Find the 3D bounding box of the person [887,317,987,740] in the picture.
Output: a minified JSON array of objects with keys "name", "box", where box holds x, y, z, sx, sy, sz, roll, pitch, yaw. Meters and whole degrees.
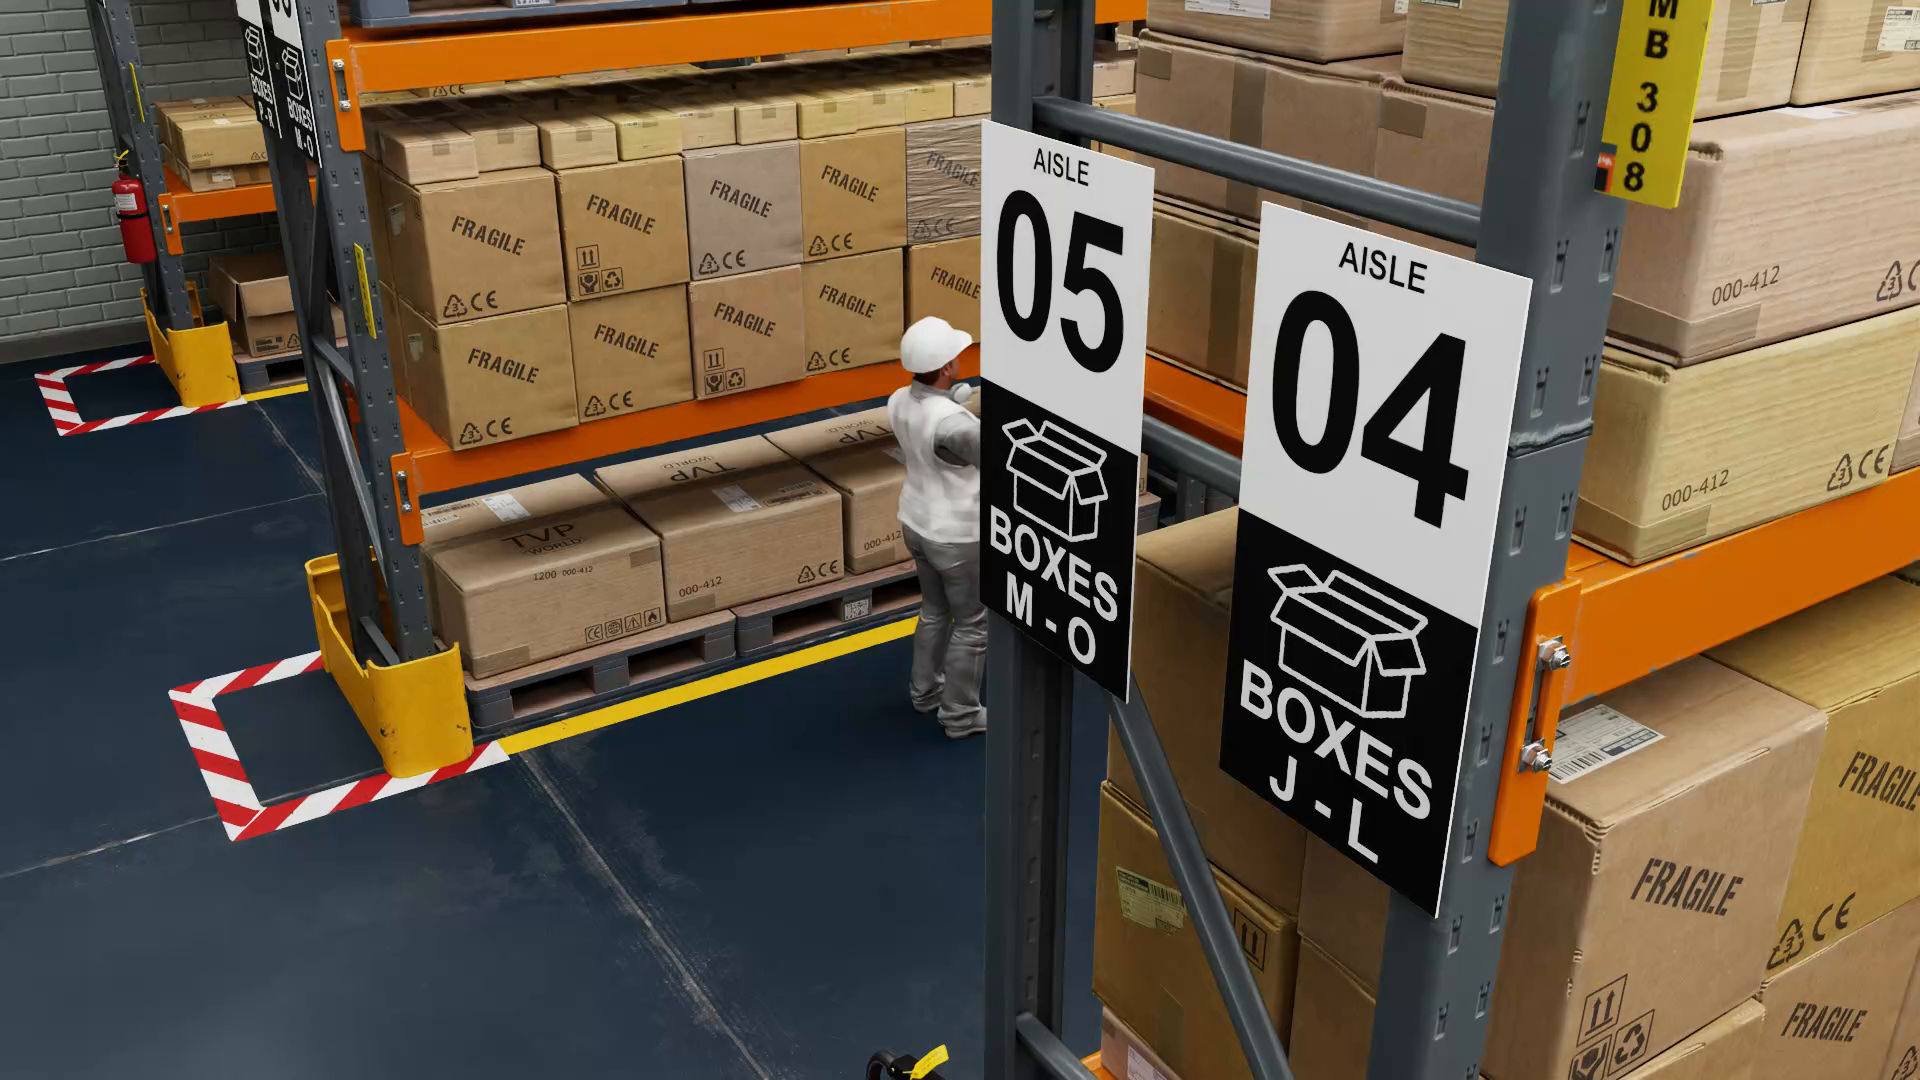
[{"name":"person","box":[0.022,-0.076,6.750,0.552,1.762,0.494,-15,29,-29]}]
